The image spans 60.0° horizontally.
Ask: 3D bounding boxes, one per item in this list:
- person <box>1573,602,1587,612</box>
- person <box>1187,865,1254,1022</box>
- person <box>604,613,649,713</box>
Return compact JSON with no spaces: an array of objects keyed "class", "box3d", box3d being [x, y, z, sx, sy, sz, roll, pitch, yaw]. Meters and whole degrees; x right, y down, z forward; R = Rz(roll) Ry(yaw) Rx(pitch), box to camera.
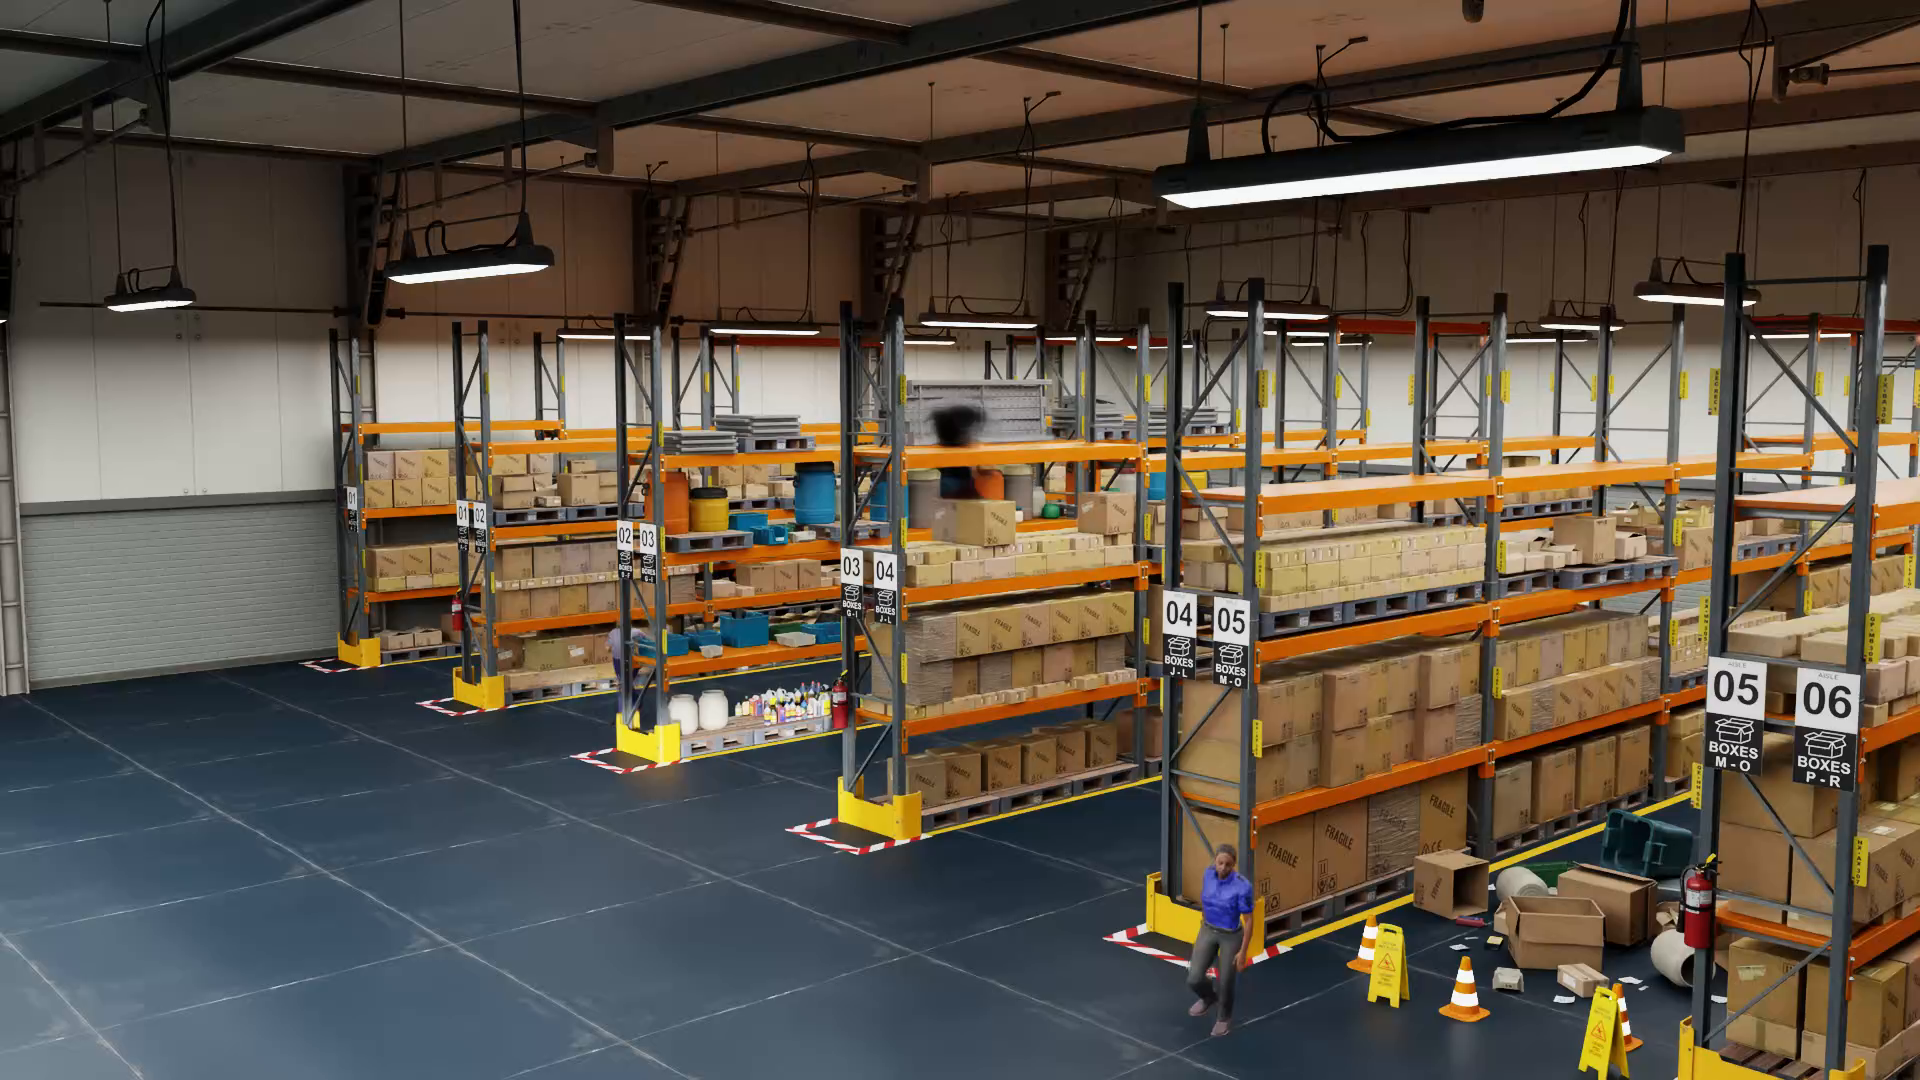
[{"class":"person","box3d":[9.590,1.681,25.655,0.813,1.655,0.516,-5,7,-41]},{"class":"person","box3d":[2.069,3.151,12.938,0.513,1.348,0.450,3,7,30]},{"class":"person","box3d":[-4.975,1.826,24.671,0.555,1.537,0.796,3,6,29]}]
